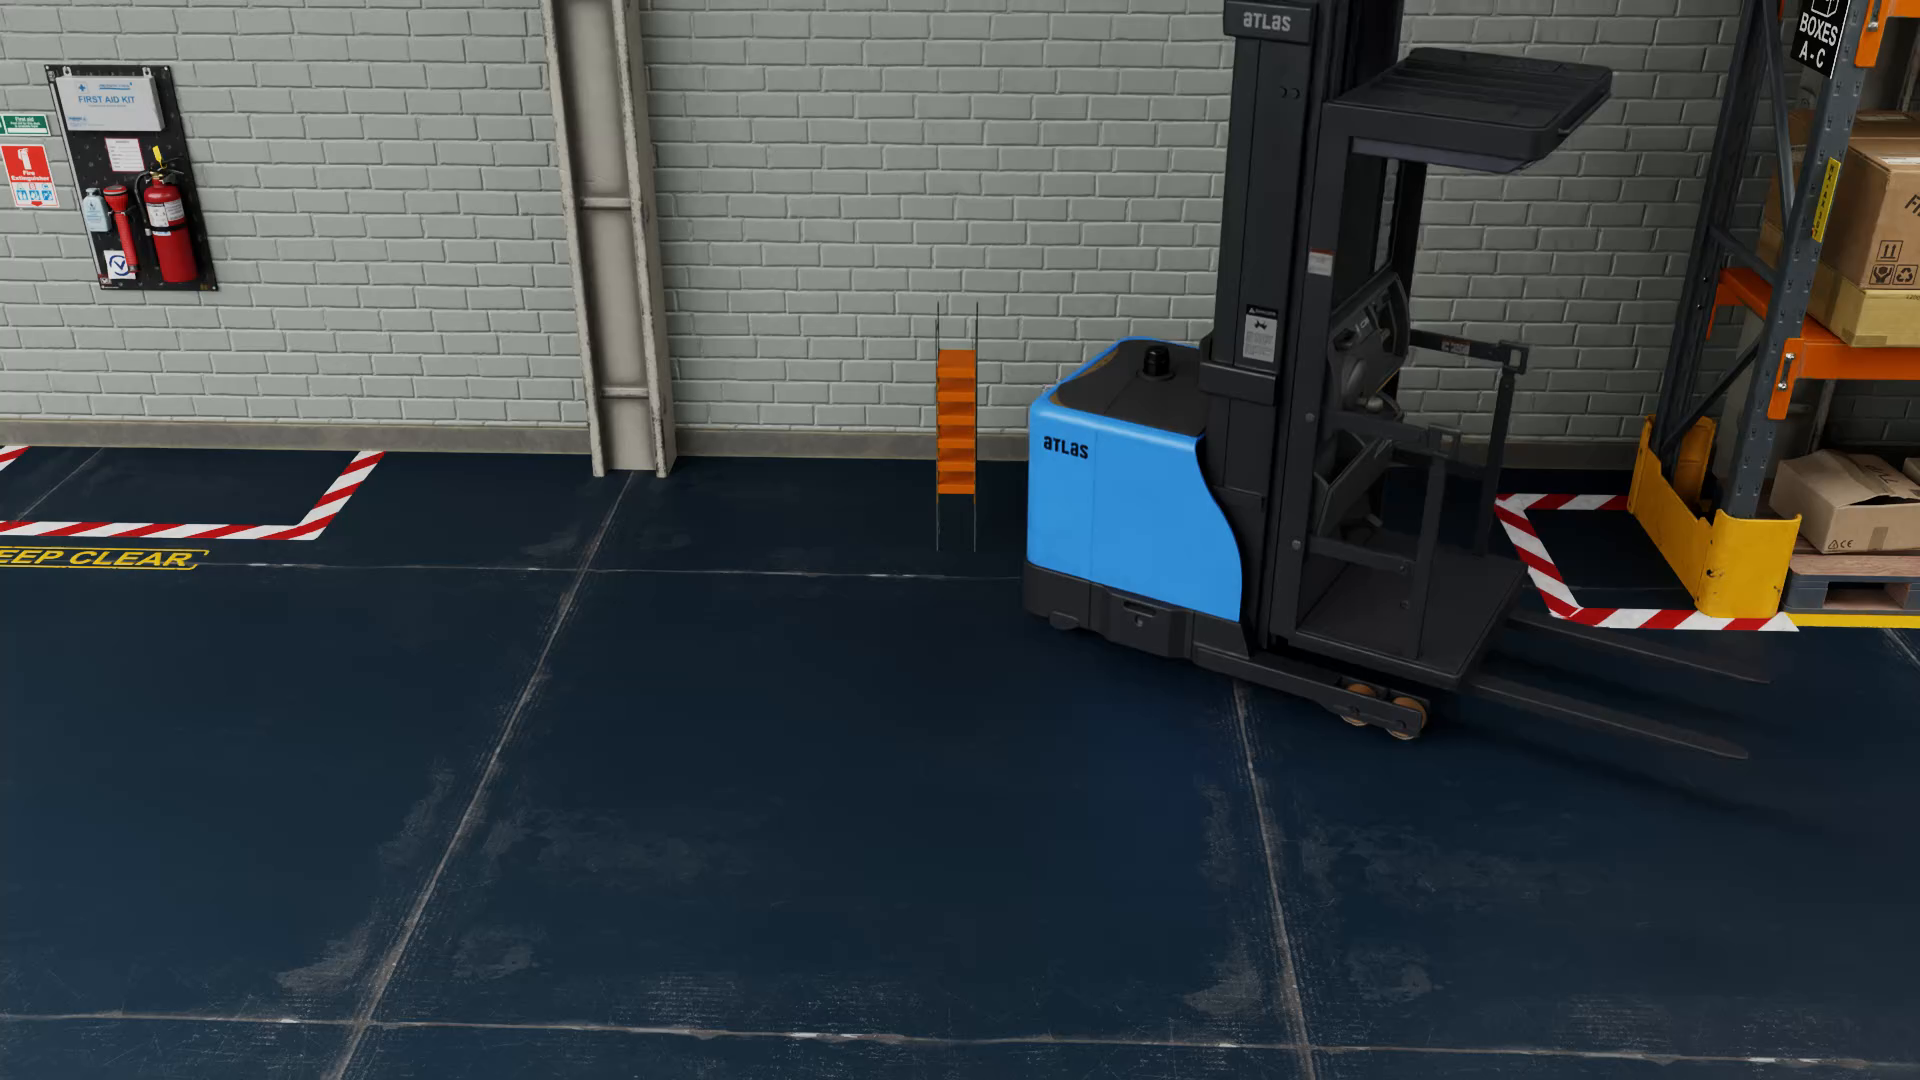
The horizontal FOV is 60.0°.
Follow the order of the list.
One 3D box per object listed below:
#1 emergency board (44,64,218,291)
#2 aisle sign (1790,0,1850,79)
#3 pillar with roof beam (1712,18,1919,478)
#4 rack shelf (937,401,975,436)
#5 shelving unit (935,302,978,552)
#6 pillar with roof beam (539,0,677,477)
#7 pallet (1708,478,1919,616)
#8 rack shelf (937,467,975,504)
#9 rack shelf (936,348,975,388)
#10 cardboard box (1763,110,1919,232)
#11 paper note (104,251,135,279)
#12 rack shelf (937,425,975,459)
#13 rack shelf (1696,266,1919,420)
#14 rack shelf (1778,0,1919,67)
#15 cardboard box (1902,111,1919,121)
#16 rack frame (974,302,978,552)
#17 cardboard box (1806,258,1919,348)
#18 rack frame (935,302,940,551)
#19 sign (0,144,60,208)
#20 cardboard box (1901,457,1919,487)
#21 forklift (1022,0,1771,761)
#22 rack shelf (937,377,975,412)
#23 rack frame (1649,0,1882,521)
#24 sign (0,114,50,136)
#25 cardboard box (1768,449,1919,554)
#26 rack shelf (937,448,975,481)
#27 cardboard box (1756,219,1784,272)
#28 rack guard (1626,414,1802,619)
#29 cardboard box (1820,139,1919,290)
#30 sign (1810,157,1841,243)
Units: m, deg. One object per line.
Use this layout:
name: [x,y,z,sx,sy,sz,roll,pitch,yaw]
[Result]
emergency board: [-4.225,-1.794,8.432,0.643,1.169,0.194,1,28,2]
aisle sign: [3.427,-2.253,6.521,0.004,0.787,0.394,1,28,2]
pillar with roof beam: [4.088,-2.272,2.928,0.400,9.000,9.100,1,28,2]
rack shelf: [-0.014,-0.597,7.934,0.180,0.103,0.258,1,28,2]
shelving unit: [-0.014,-0.530,7.969,0.189,1.200,0.258,1,28,2]
pillar with roof beam: [-1.909,-2.371,3.115,0.400,9.000,9.100,1,28,2]
pallet: [4.396,0.020,7.987,1.213,0.211,1.003,1,28,2]
rack shelf: [-0.014,-0.279,8.103,0.180,0.103,0.258,1,28,2]
rack shelf: [-0.014,-0.809,7.822,0.180,0.103,0.258,1,28,2]
cardboard box: [3.988,-1.609,7.420,0.500,0.500,0.500,1,28,1]
paper note: [-4.400,-1.440,8.705,0.142,0.148,0.016,1,28,2]
rack shelf: [-0.014,-0.491,7.990,0.180,0.103,0.258,1,28,2]
rack shelf: [5.508,-0.892,7.499,4.000,0.370,1.077,1,28,2]
rack shelf: [5.508,-2.218,6.796,4.000,0.370,1.077,1,28,2]
cardboard box: [4.491,-1.596,7.396,0.500,0.500,0.500,1,28,2]
rack frame: [0.077,-0.529,7.967,0.006,1.200,0.240,1,28,2]
cardboard box: [3.986,-1.029,7.127,0.500,0.250,0.500,0,28,0]
rack frame: [-0.106,-0.532,7.972,0.006,1.200,0.240,1,28,2]
sign: [-4.774,-1.868,8.532,0.234,0.329,0.001,1,28,2]
cardboard box: [4.767,-0.187,7.800,0.500,0.311,0.500,3,28,6]
forklift: [1.813,-0.773,6.579,3.031,2.935,1.130,16,32,27]
rack shelf: [-0.014,-0.703,7.878,0.180,0.103,0.258,1,28,2]
rack frame: [3.509,-1.243,7.393,0.127,3.000,1.000,1,28,2]
sign: [-4.770,-2.097,8.400,0.331,0.109,0.001,1,28,2]
cardboard box: [4.198,-0.196,7.818,0.500,0.311,0.500,-2,28,-4]
rack shelf: [-0.014,-0.385,8.046,0.180,0.103,0.258,1,28,2]
cardboard box: [3.983,-1.269,7.580,0.500,0.250,0.500,1,28,3]
rack guard: [3.585,-0.138,7.976,0.348,0.500,1.175,1,28,2]
cardboard box: [3.976,-1.369,6.967,0.500,0.500,0.500,1,28,2]
sign: [3.490,-1.372,6.711,0.005,0.325,0.100,1,28,2]
